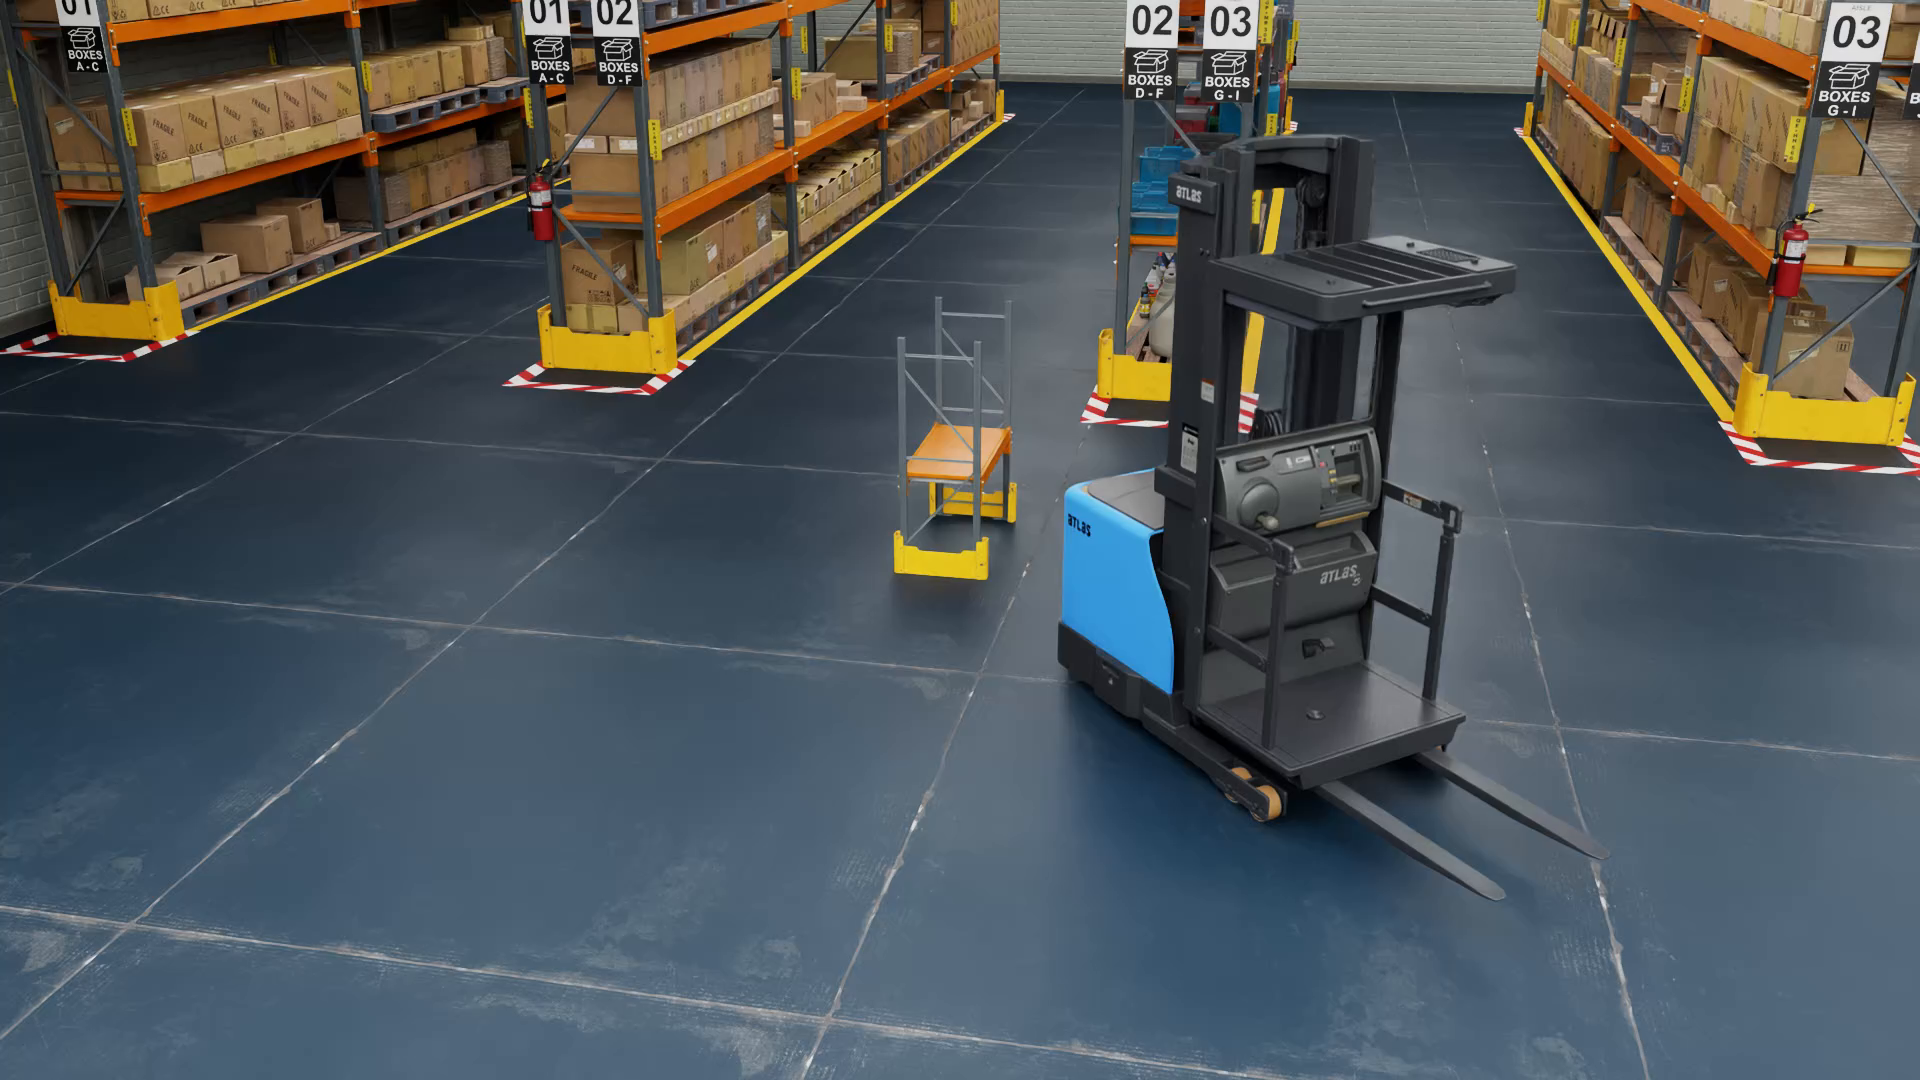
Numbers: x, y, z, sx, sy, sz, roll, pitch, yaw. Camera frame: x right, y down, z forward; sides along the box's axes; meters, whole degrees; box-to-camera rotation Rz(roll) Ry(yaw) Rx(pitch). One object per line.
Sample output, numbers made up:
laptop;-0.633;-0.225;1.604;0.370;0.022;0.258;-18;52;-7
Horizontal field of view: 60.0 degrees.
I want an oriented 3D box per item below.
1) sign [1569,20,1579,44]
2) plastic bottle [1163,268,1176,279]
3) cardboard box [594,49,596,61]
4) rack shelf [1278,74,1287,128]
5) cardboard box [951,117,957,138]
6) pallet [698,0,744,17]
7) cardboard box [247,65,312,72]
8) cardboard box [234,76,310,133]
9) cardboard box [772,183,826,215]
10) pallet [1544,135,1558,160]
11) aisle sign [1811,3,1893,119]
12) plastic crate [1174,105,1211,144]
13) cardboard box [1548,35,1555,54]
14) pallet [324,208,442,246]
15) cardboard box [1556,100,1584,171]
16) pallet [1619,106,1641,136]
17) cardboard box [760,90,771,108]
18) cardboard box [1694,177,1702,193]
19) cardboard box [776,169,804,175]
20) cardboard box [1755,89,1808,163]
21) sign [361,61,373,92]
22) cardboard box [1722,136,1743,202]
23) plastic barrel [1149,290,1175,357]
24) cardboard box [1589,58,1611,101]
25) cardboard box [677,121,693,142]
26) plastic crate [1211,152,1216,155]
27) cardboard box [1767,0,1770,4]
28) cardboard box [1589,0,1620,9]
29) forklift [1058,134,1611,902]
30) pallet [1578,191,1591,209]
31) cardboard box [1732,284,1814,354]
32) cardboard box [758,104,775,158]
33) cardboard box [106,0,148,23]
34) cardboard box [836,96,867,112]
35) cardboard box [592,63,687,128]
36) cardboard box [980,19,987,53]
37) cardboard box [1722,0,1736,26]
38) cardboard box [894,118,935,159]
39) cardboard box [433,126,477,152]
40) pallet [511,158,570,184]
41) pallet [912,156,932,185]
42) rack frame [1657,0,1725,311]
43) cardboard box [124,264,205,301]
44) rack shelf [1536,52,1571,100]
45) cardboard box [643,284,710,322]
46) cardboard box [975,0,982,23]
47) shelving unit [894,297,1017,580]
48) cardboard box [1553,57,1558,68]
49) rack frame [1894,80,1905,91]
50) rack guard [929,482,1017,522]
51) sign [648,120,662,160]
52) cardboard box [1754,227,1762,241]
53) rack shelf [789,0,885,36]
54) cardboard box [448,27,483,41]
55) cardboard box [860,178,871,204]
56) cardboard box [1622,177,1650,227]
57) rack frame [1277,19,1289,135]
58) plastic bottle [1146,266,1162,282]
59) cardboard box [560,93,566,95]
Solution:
sign;8.521;-7.051;23.080;0.100;0.325;0.005;4;22;11
plastic bottle;2.037;-2.473;16.036;0.152;0.276;0.135;4;22;11
cardboard box;-5.536;-7.339;24.501;0.500;0.500;0.500;4;22;11
rack shelf;3.807;-5.883;22.409;1.077;0.370;4.000;4;22;11
cardboard box;-0.335;-6.421;25.792;0.500;0.311;0.500;4;22;11
pallet;-2.665;-4.993;15.339;1.003;0.211;1.213;4;22;11
cardboard box;-7.416;-4.909;18.198;0.500;0.500;0.500;4;22;10
cardboard box;-7.119;-4.502;17.188;0.500;0.500;0.500;4;22;9
cardboard box;-1.830;-3.896;18.879;0.500;0.311;0.500;4;22;10
pallet;9.543;-5.997;25.461;1.003;0.211;1.213;4;22;11
aisle sign;6.309;-3.388;11.771;0.394;0.787;0.004;4;22;11
plastic crate;2.382;-4.253;17.312;0.402;0.464;0.583;4;22;11
cardboard box;9.313;-7.573;25.444;0.500;0.250;0.500;4;22;9
pallet;-6.958;-3.769;19.929;1.003;0.211;1.213;4;22;11
cardboard box;8.953;-5.544;22.887;1.225;0.875;0.875;5;22;11
pallet;8.207;-4.750;18.889;1.213;0.211;1.003;4;22;11
cardboard box;-2.163;-4.543;17.116;0.380;0.149;0.250;4;22;10
cardboard box;7.006;-3.289;15.340;0.380;0.149;0.250;4;22;11
cardboard box;-2.153;-4.307;19.902;0.500;0.311;0.500;4;22;10
cardboard box;6.582;-3.233;12.997;0.500;0.500;0.500;4;22;11
sign;-6.583;-5.141;18.444;0.100;0.325;0.005;4;22;11
cardboard box;6.997;-3.119;14.051;0.875;0.500;0.500;4;22;11
plastic barrel;1.826;-1.847;14.192;0.421;0.512;0.421;0;22;0
cardboard box;8.421;-5.912;21.383;0.500;0.500;0.500;5;22;12
cardboard box;-2.634;-3.693;15.006;0.380;0.149;0.250;4;22;10
plastic crate;2.623;-3.528;15.797;0.499;0.251;0.616;4;22;11
cardboard box;6.741;-4.386;13.381;0.380;0.149;0.250;3;22;8
cardboard box;10.038;-8.252;26.126;0.500;0.500;0.500;5;22;12
forklift;1.695;-0.260;7.575;1.130;2.935;3.031;-12;25;-27
pallet;8.734;-4.542;21.848;1.003;0.211;1.213;4;22;11
cardboard box;6.994;-1.893;14.323;0.500;0.500;0.500;7;23;16
cardboard box;-2.350;-4.285;17.344;0.700;0.500;0.500;4;22;10
cardboard box;-7.619;-4.865;14.743;0.500;0.500;0.500;5;22;12
cardboard box;-1.362;-5.398;20.577;0.380;0.149;0.250;4;22;11
cardboard box;-2.861;-3.969;14.822;0.700;0.500;0.500;4;22;10
cardboard box;0.149;-8.280;27.263;0.500;0.500;0.500;5;22;11
cardboard box;6.986;-4.628;14.515;0.500;0.250;0.500;4;22;10
cardboard box;-0.665;-5.806;24.012;0.500;0.500;0.500;5;22;12
cardboard box;-6.573;-5.162;21.409;0.500;0.250;0.500;5;22;12
pallet;-6.065;-5.230;23.556;1.003;0.211;1.213;4;22;11
pallet;-1.009;-5.286;23.696;1.003;0.211;1.213;4;22;11
rack frame;7.432;-3.645;15.889;1.000;3.000;0.127;4;22;11
cardboard box;-7.702;-2.518;16.100;0.500;0.311;0.500;2;22;5
rack shelf;9.472;-6.968;25.104;1.077;0.370;4.000;4;22;11
cardboard box;-2.656;-2.220;15.470;0.500;0.250;0.500;4;22;11
cardboard box;0.053;-8.554;26.605;0.500;0.500;0.500;5;23;13
shelving unit;-0.016;-0.668;10.504;0.587;1.500;1.083;4;22;11
cardboard box;9.121;-7.154;24.937;0.380;0.149;0.250;5;22;12
rack frame;14.715;-7.618;25.755;1.000;3.000;0.127;4;22;11
rack guard;0.086;-0.270;11.190;0.587;0.250;0.087;4;22;11
sign;-2.539;-3.332;13.848;0.100;0.325;0.005;4;22;11
cardboard box;6.590;-2.462;13.289;0.380;0.149;0.250;4;22;11
rack shelf;-1.857;-6.191;19.157;1.077;0.370;4.000;4;22;11
cardboard box;-6.392;-6.545;21.498;0.380;0.149;0.250;1;22;2
cardboard box;-1.419;-4.384;20.842;0.500;0.250;0.500;4;22;10
cardboard box;8.131;-3.906;19.294;0.700;0.500;0.500;3;22;8
rack frame;4.215;-6.948;24.091;1.000;3.000;0.127;4;22;11
plastic bottle;1.849;-2.442;15.858;0.144;0.351;0.185;5;23;13
cardboard box;-5.667;-6.328;24.867;0.750;0.750;0.750;5;23;13
